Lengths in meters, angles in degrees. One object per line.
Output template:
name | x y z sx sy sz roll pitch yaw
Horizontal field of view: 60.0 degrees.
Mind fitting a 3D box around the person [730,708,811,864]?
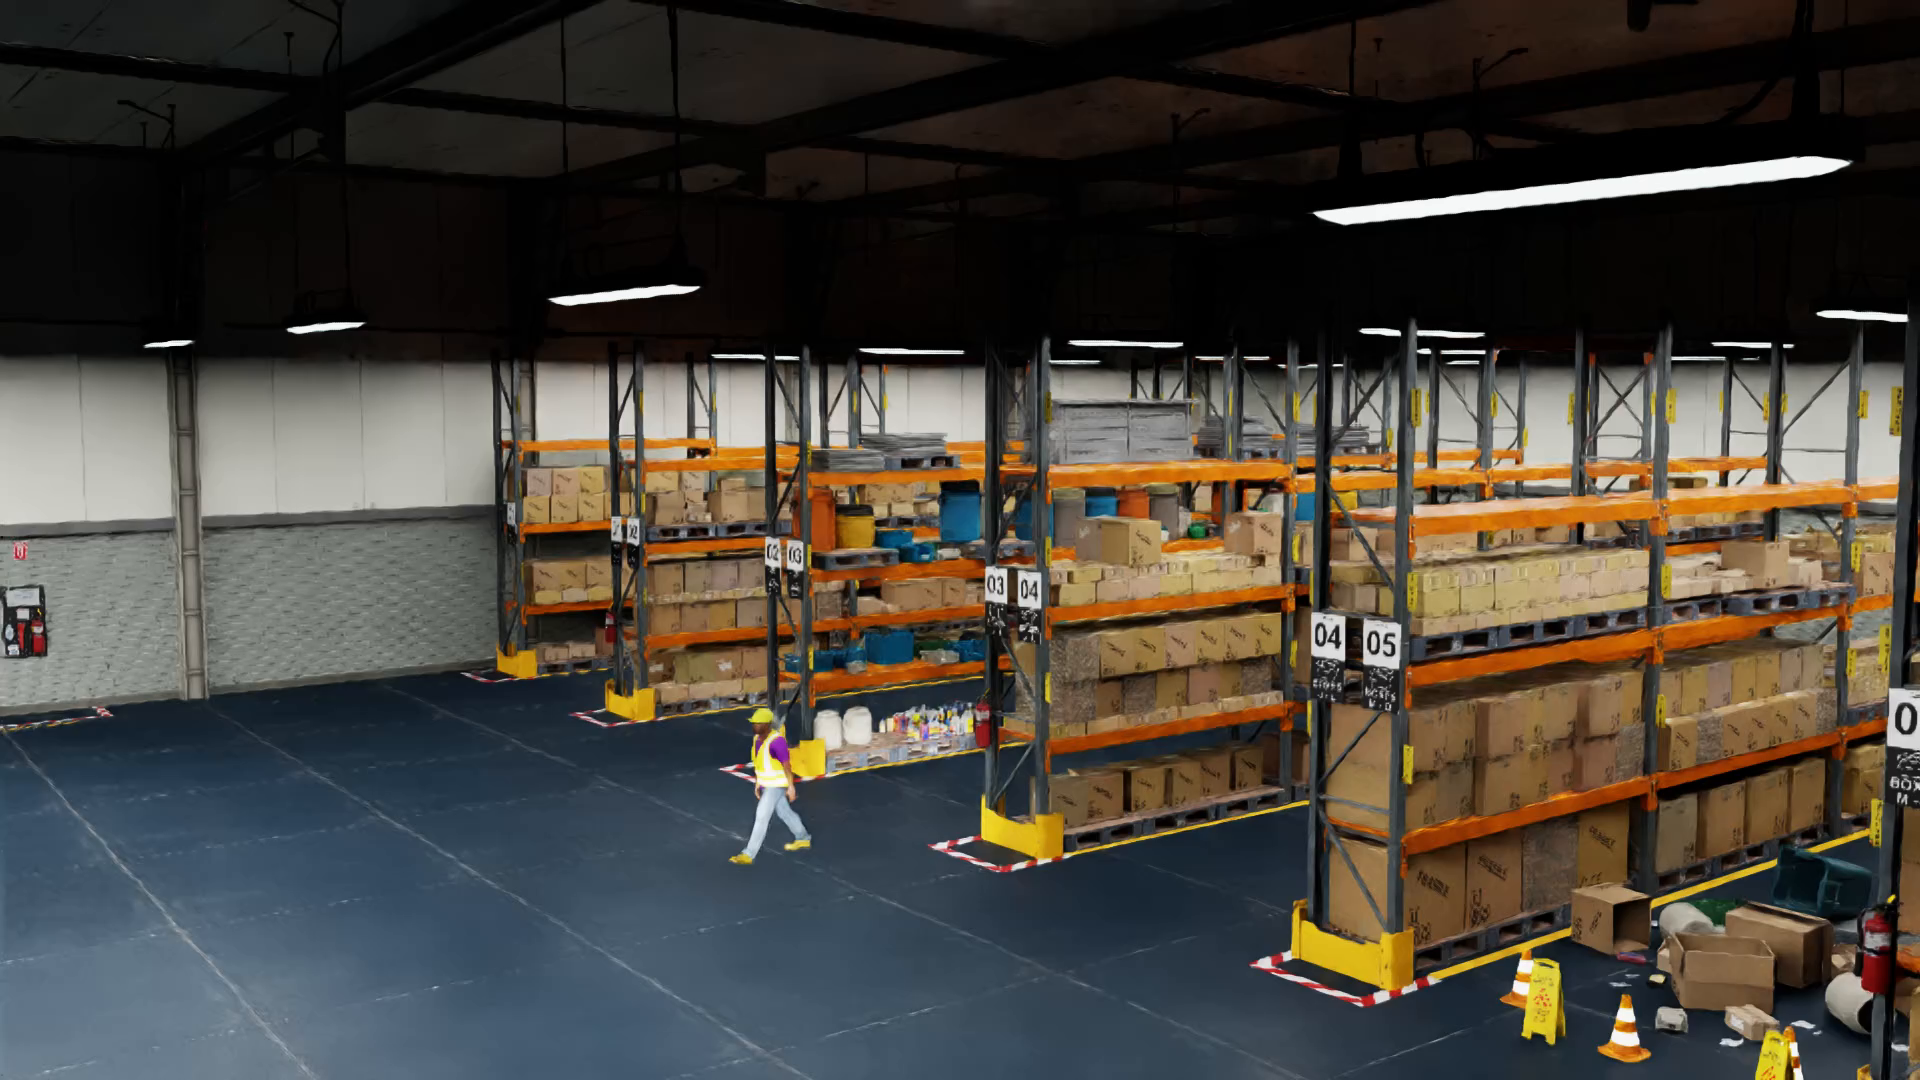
person | -2.137 2.691 18.461 1.121 1.691 0.577 -3 6 -34
